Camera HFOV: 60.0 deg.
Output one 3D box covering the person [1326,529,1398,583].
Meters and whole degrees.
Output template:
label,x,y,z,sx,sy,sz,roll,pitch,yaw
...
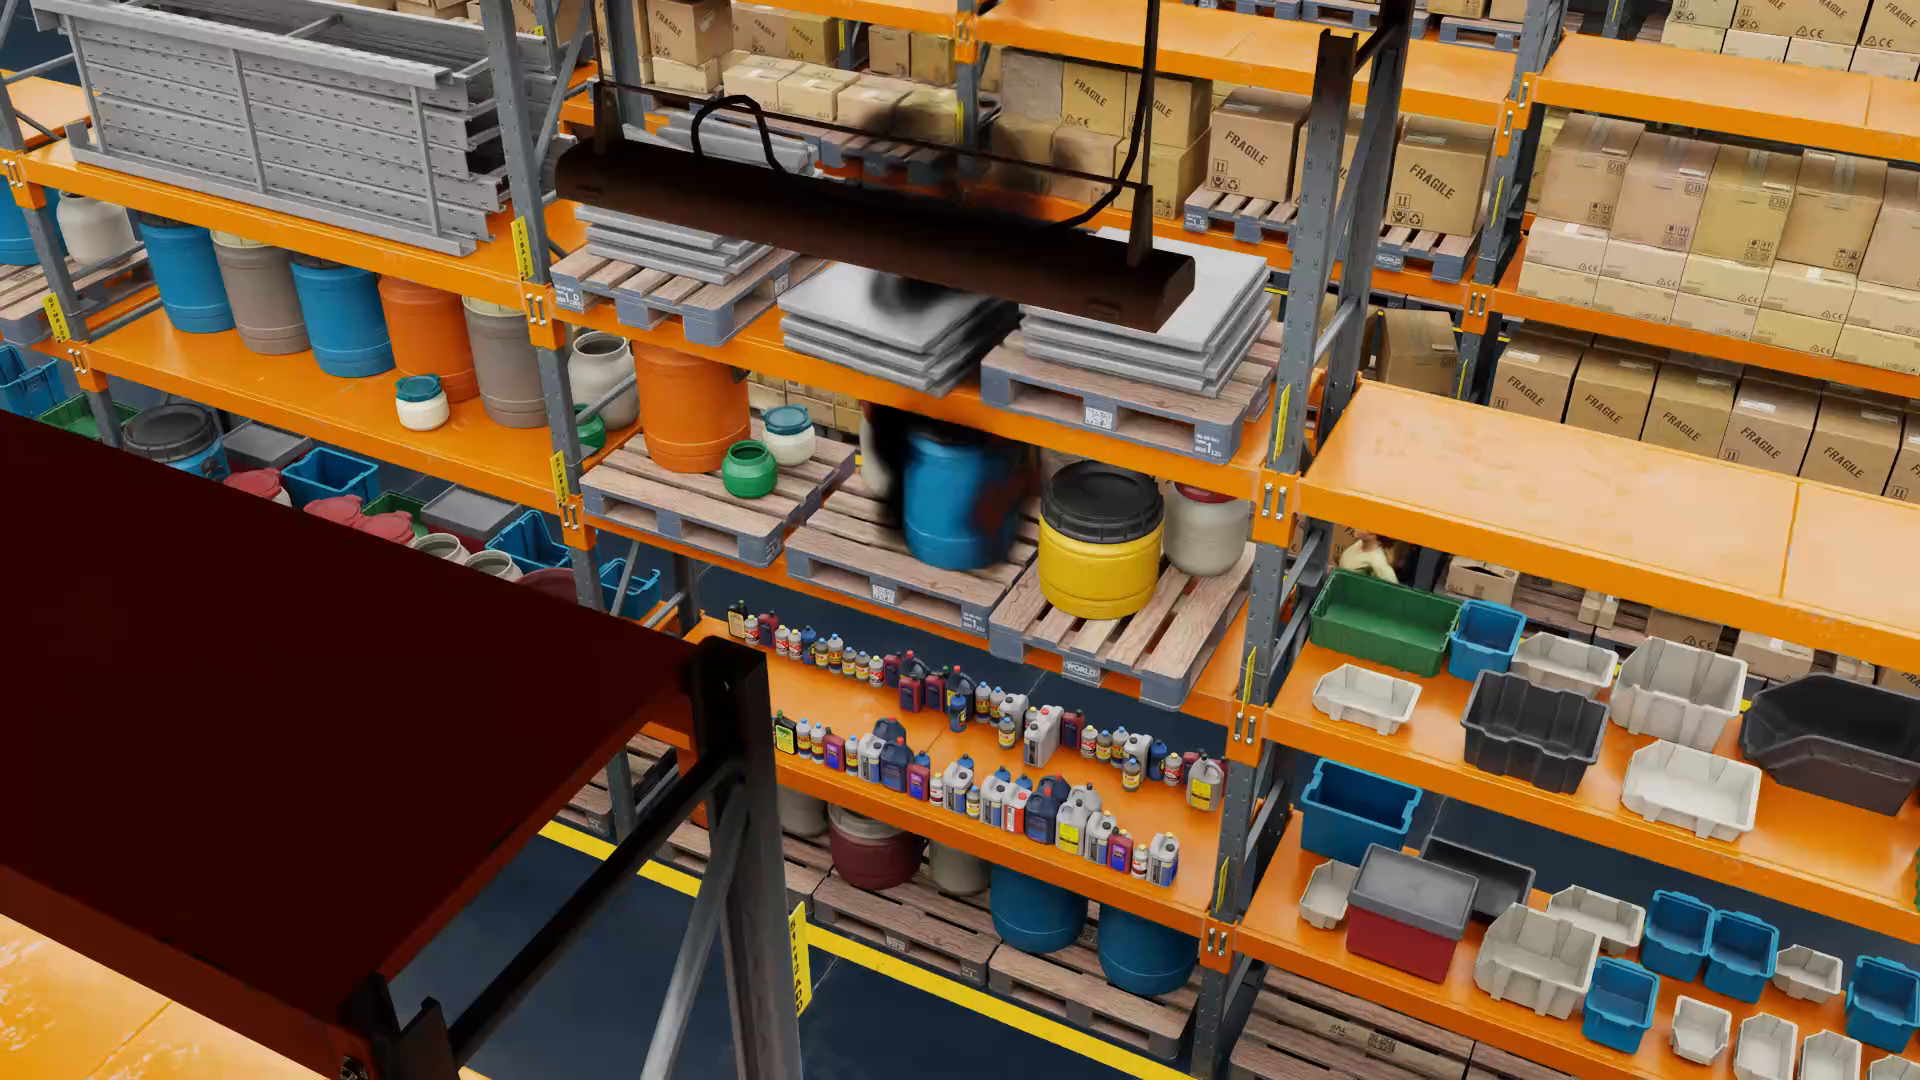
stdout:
label,x,y,z,sx,sy,sz,roll,pitch,yaw
person,2.668,0.491,11.227,0.803,1.670,0.578,6,35,8
